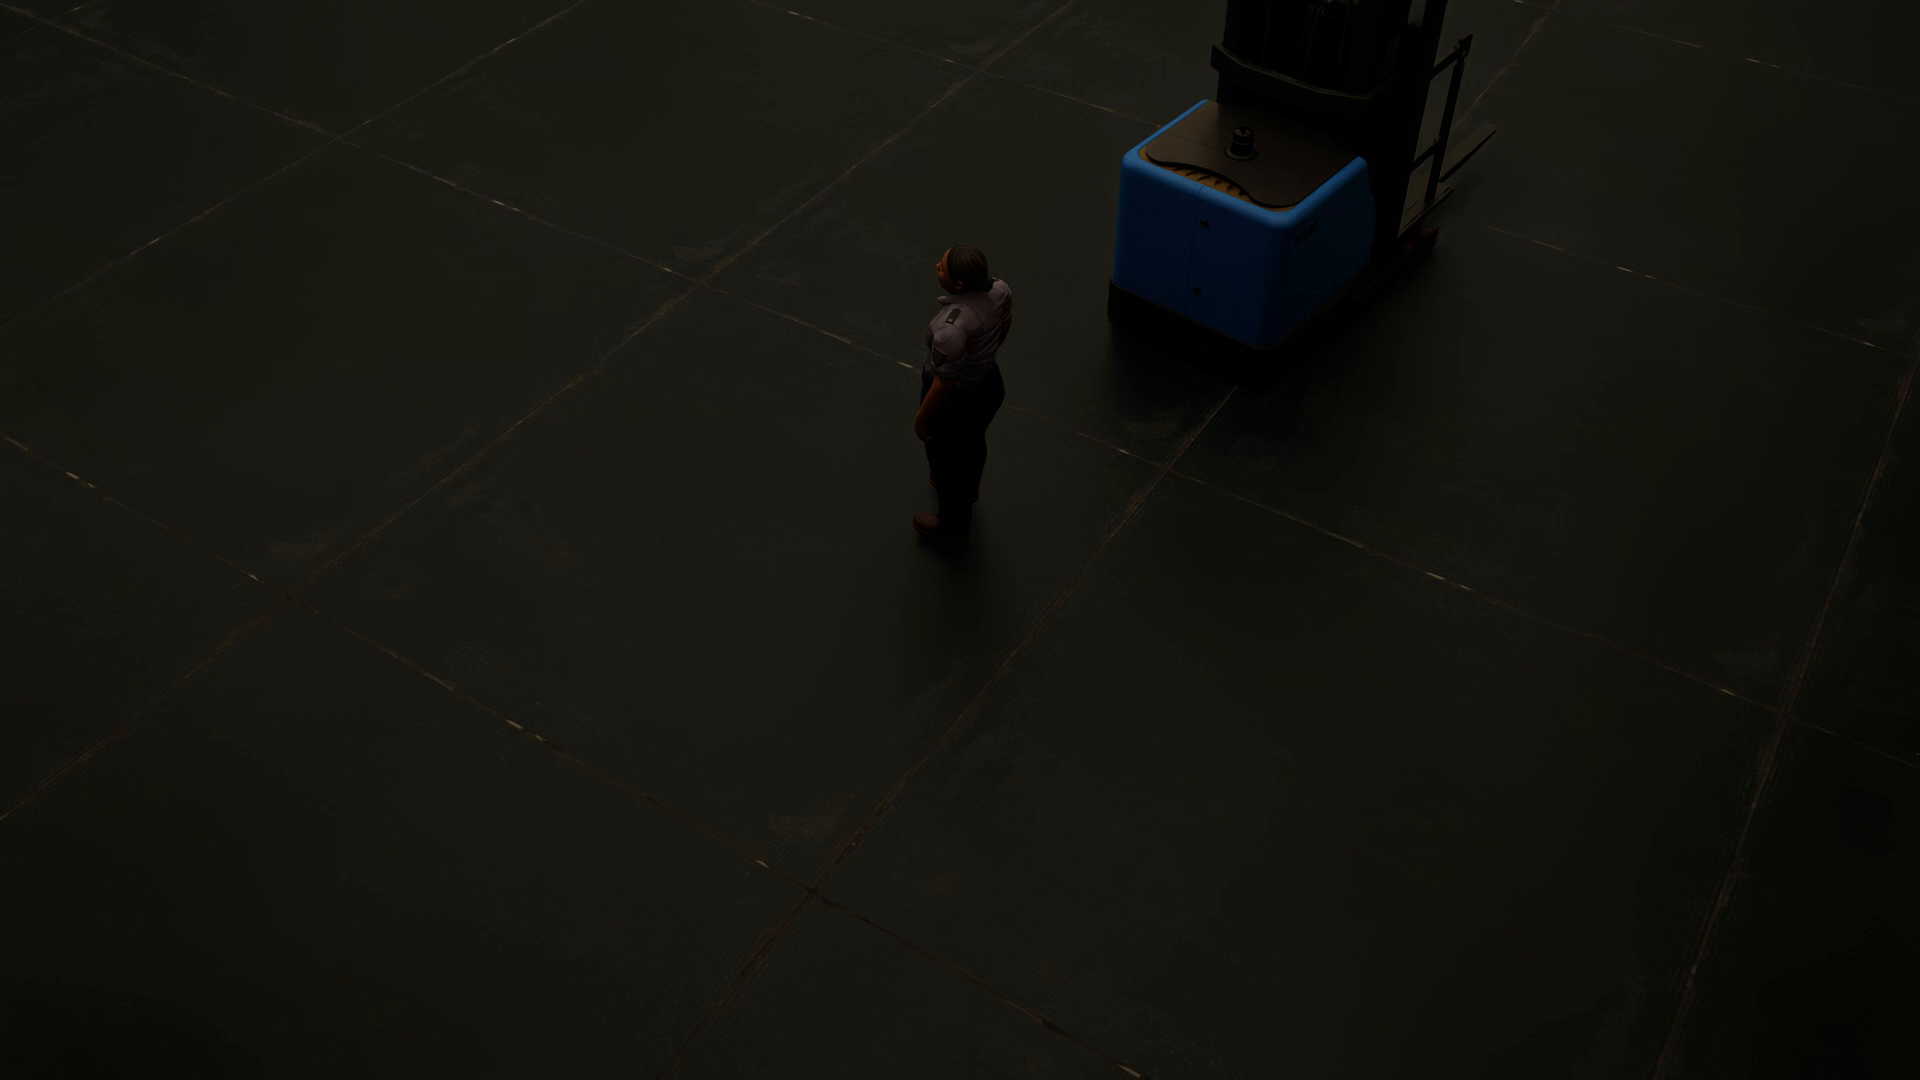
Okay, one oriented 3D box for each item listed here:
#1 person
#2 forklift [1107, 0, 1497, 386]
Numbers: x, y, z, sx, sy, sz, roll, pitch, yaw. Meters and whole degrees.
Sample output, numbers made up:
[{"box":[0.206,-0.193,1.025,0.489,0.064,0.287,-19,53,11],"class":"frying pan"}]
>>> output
[{"box":[-0.063,-0.676,7.431,0.503,1.640,0.598,24,48,23],"class":"person"},{"box":[2.135,-2.823,8.826,1.130,2.935,3.031,29,51,27],"class":"forklift"}]
